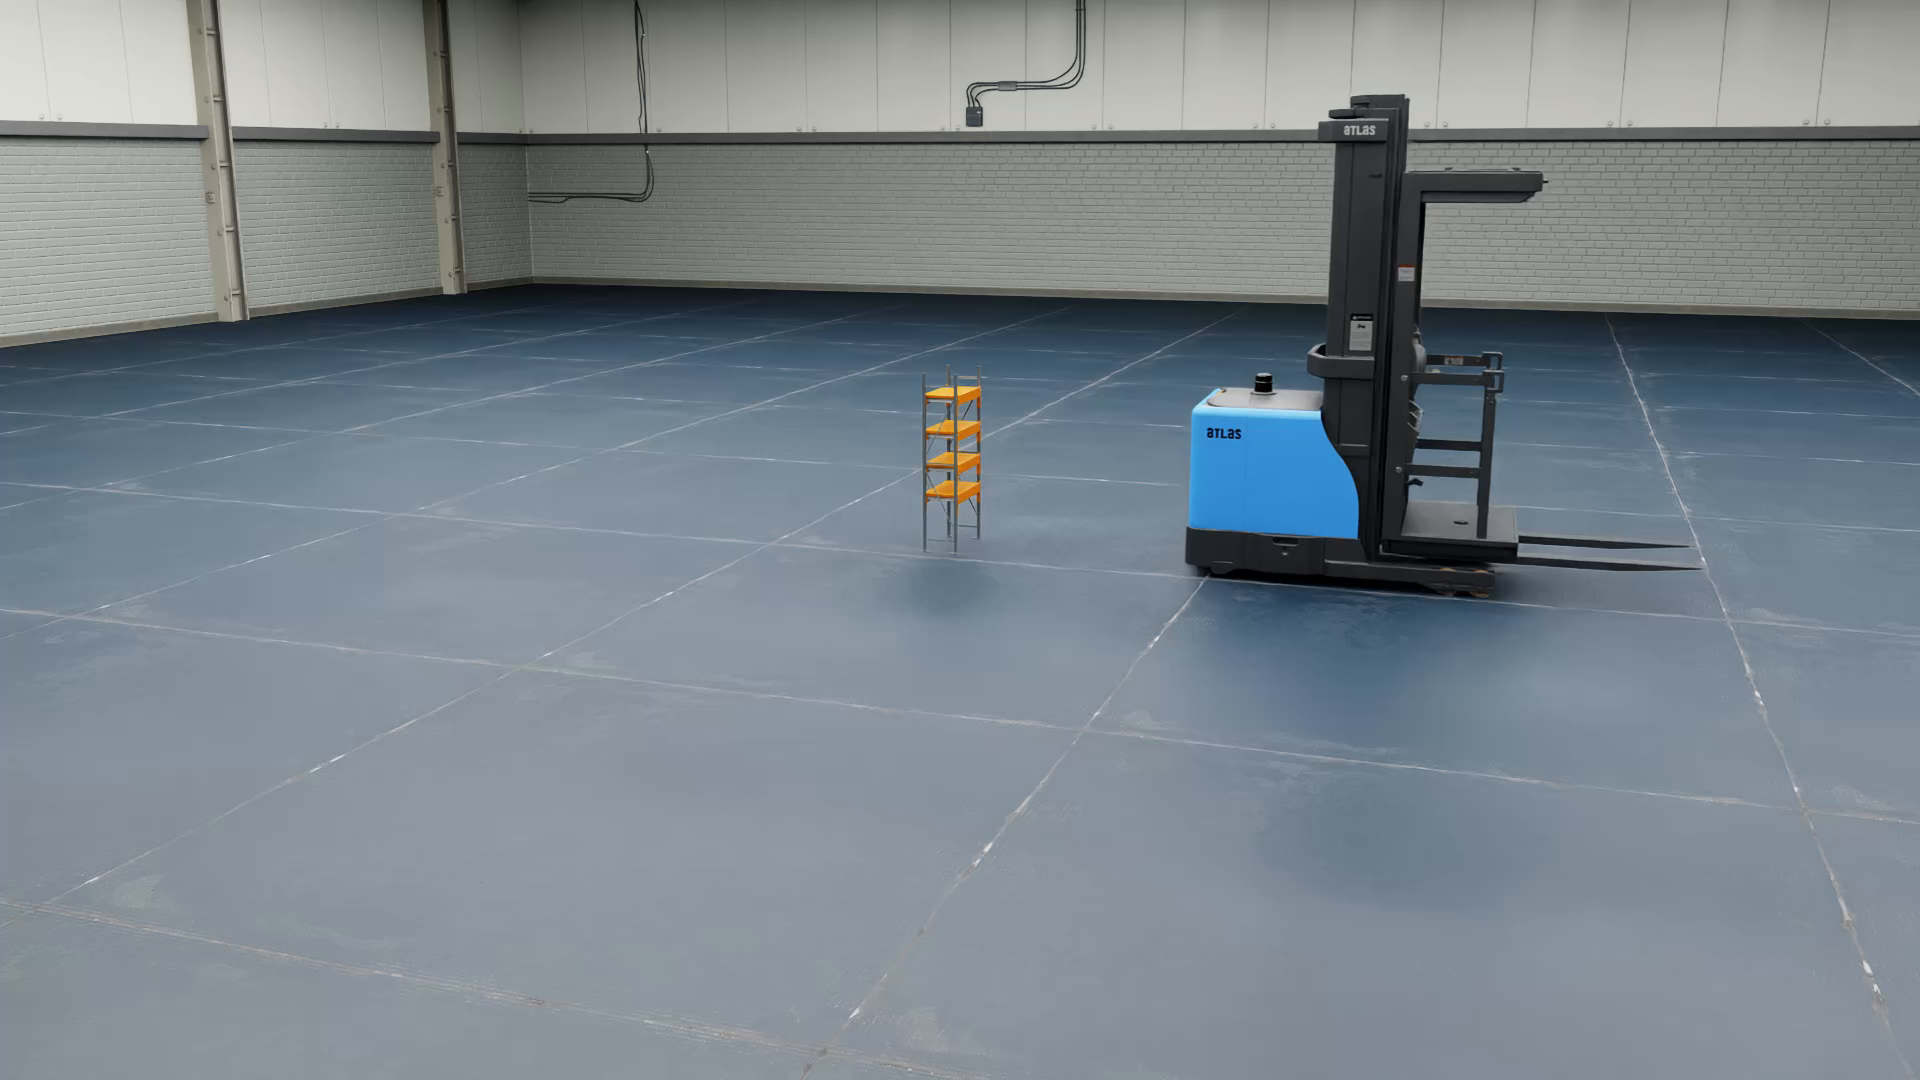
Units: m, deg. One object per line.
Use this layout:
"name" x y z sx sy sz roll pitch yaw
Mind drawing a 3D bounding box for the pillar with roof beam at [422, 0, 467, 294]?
"pillar with roof beam" -5.895 -8.941 30.439 9.100 9.000 0.400 4 14 18

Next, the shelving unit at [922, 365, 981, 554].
"shelving unit" -0.054 -0.550 11.202 0.258 1.200 0.503 4 14 18

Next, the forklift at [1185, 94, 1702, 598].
"forklift" 3.003 -1.213 10.218 3.031 2.935 1.130 4 13 17

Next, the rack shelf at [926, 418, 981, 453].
"rack shelf" -0.054 -0.703 11.167 0.258 0.148 0.480 4 14 18

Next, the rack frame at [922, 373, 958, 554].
"rack frame" -0.133 -0.499 10.977 0.240 1.200 0.015 4 14 18

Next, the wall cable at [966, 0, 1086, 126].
"wall cable" 1.214 -10.747 30.710 2.305 6.003 0.169 4 14 18

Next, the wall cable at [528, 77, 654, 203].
"wall cable" -7.764 -8.262 34.443 3.097 2.526 0.112 4 14 18

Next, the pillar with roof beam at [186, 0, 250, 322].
"pillar with roof beam" -7.836 -7.678 24.904 9.100 9.000 0.400 4 14 18

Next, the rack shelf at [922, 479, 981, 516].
"rack shelf" -0.054 -0.291 11.261 0.258 0.148 0.480 4 14 18

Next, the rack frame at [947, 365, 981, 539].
"rack frame" 0.025 -0.601 11.427 0.240 1.200 0.015 4 14 18

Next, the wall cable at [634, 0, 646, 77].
"wall cable" -5.204 -10.530 33.028 3.097 2.526 0.112 4 14 18

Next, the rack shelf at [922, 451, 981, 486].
"rack shelf" -0.054 -0.485 11.217 0.258 0.148 0.480 4 14 18

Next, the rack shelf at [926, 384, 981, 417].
"rack shelf" -0.054 -0.933 11.114 0.258 0.148 0.480 4 14 18
